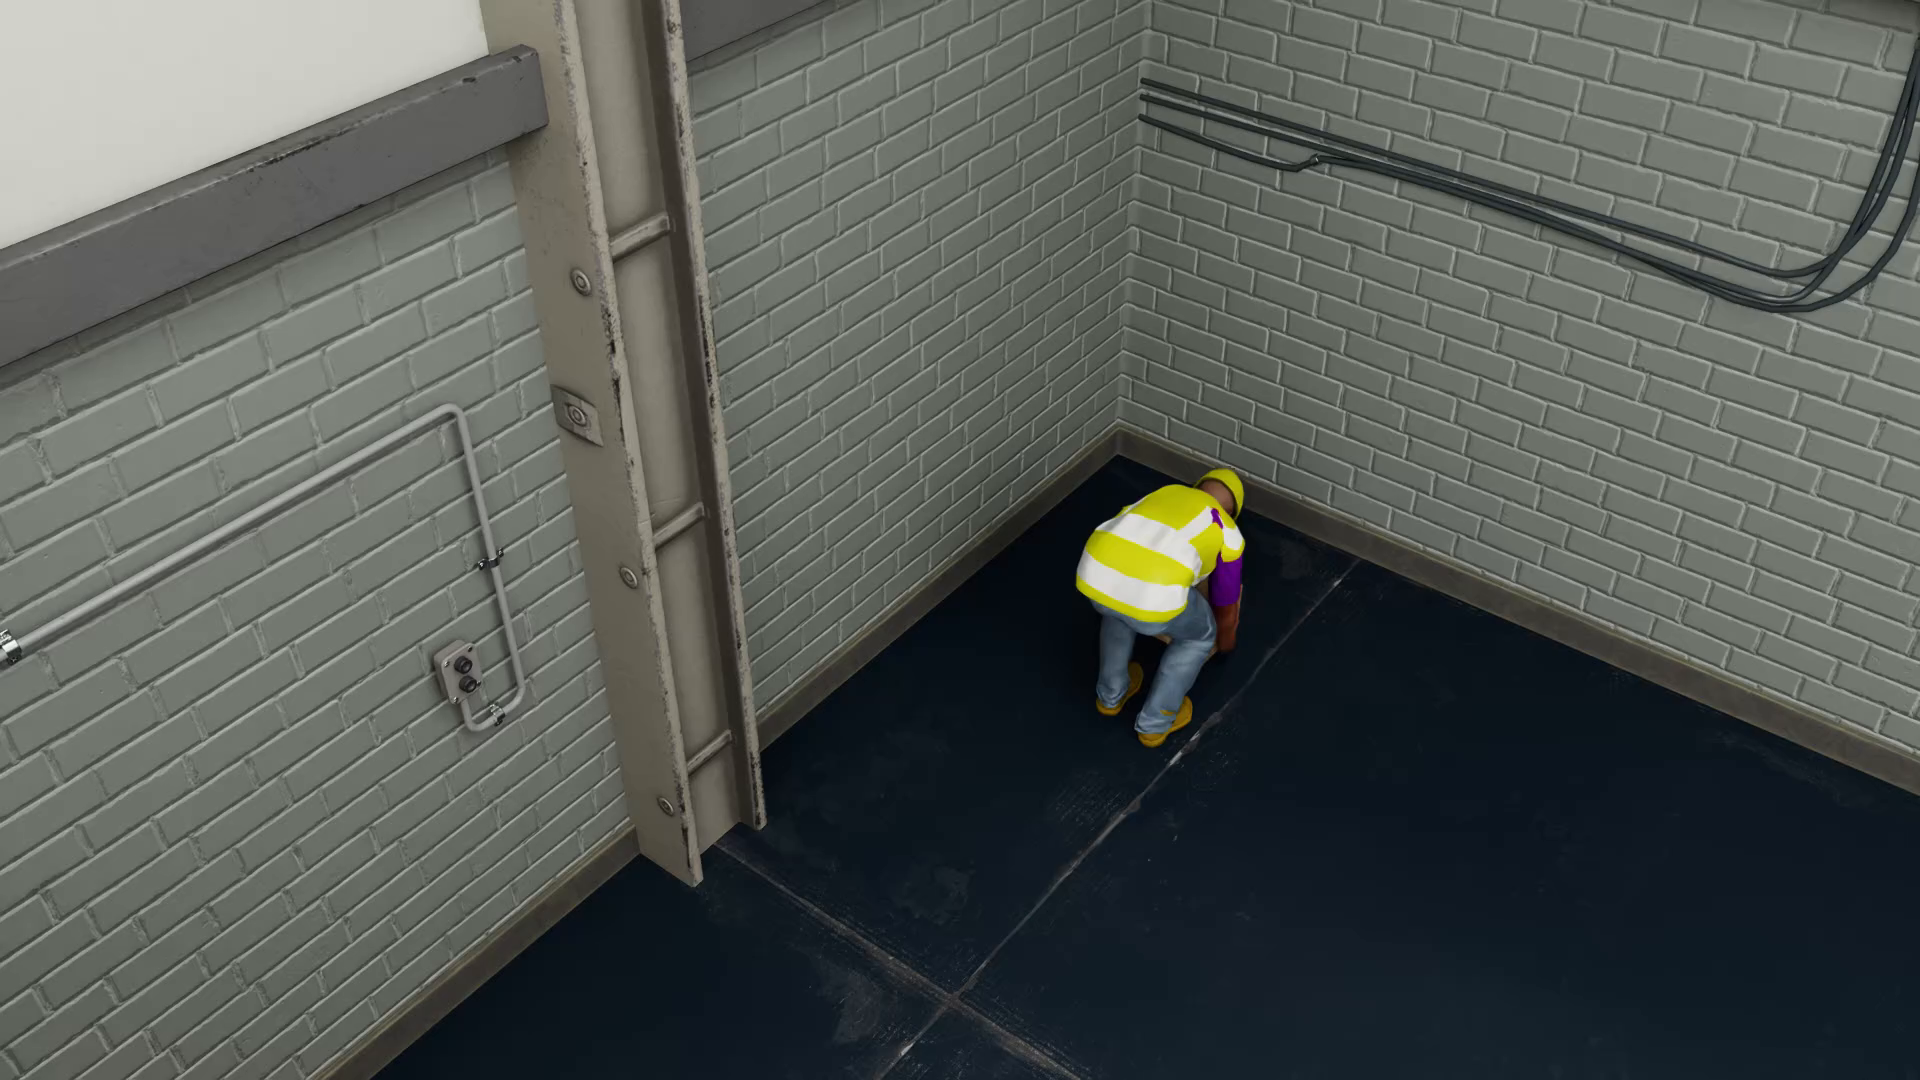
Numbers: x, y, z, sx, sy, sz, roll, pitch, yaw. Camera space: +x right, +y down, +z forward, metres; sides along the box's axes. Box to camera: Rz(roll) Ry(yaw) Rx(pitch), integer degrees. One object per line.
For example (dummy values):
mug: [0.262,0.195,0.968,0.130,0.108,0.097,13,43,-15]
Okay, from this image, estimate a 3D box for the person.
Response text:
person: [0.810,0.208,6.490,0.503,0.993,0.974,23,44,26]
